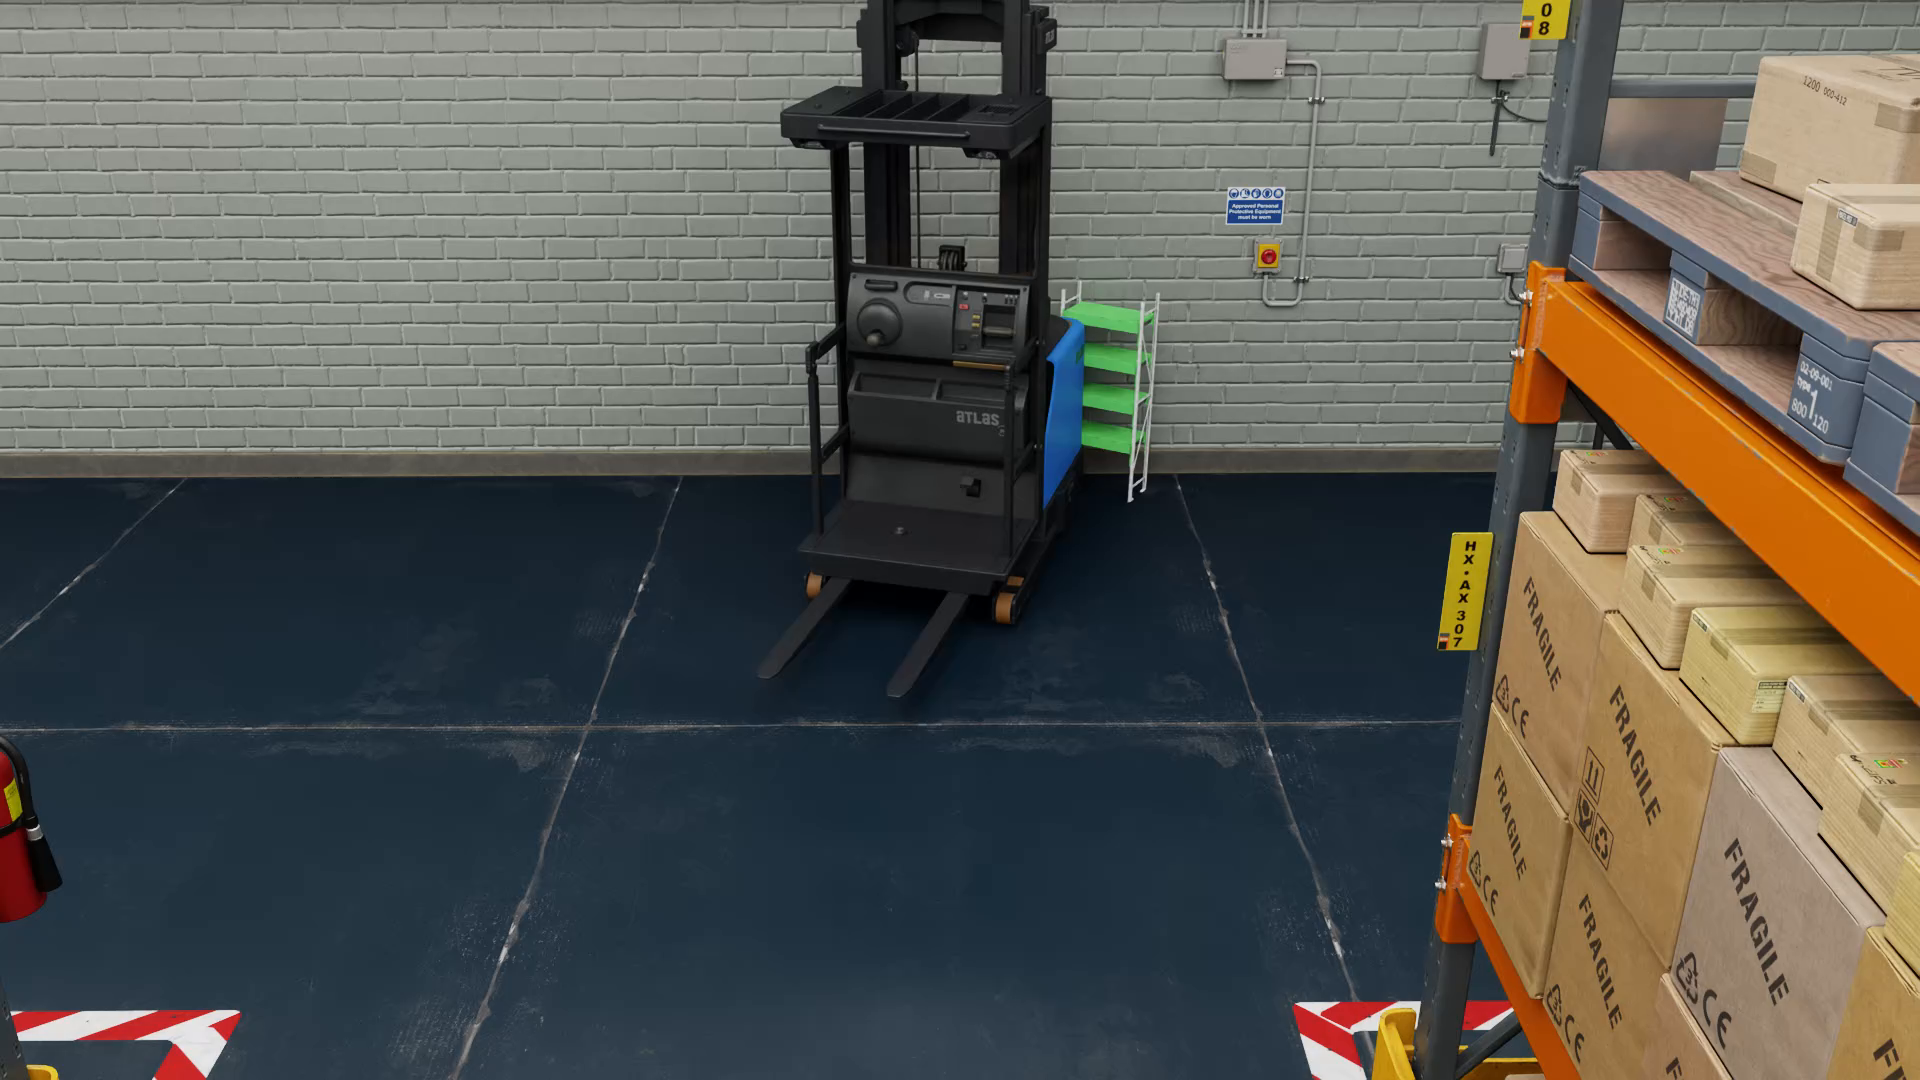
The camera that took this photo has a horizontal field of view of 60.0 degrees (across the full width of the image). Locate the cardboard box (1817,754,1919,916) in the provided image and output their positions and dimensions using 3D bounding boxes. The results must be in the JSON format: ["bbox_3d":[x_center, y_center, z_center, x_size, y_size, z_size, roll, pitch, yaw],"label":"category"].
[{"bbox_3d":[1.548,0.448,2.499,0.380,0.149,0.250,0,24,0],"label":"cardboard box"}]

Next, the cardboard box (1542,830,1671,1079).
[{"bbox_3d":[1.573,0.924,3.446,0.500,0.500,0.500,-1,24,-1],"label":"cardboard box"}]

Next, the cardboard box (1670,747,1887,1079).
[{"bbox_3d":[1.568,0.685,2.761,0.500,0.500,0.500,0,24,-1],"label":"cardboard box"}]

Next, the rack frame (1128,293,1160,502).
[{"bbox_3d":[1.059,-0.813,9.587,0.015,1.200,0.240,13,26,25],"label":"rack frame"}]

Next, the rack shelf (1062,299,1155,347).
[{"bbox_3d":[0.854,-1.245,9.526,0.480,0.148,0.258,13,26,25],"label":"rack shelf"}]

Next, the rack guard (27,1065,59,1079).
[{"bbox_3d":[-3.126,1.796,4.672,1.175,0.500,0.348,0,24,-1],"label":"rack guard"}]

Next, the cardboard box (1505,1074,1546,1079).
[{"bbox_3d":[1.929,1.810,4.208,0.875,0.438,0.875,-1,24,-2],"label":"cardboard box"}]

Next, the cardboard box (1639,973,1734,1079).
[{"bbox_3d":[1.561,1.134,2.982,0.500,0.500,0.500,0,24,-1],"label":"cardboard box"}]

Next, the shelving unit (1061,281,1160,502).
[{"bbox_3d":[0.845,-0.863,9.692,0.503,1.200,0.258,13,26,25],"label":"shelving unit"}]

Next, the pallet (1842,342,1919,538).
[{"bbox_3d":[1.856,0.045,1.977,1.003,0.211,1.213,0,24,-1],"label":"pallet"}]

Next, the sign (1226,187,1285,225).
[{"bbox_3d":[1.688,-1.910,9.504,0.327,0.218,0.001,0,24,-1],"label":"sign"}]

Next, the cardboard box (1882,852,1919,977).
[{"bbox_3d":[1.524,0.552,2.267,0.380,0.149,0.250,-1,24,-2],"label":"cardboard box"}]

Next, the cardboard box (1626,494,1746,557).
[{"bbox_3d":[1.623,0.021,3.443,0.380,0.149,0.250,0,24,1],"label":"cardboard box"}]

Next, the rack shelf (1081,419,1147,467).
[{"bbox_3d":[0.838,-0.585,9.814,0.480,0.148,0.258,13,26,25],"label":"rack shelf"}]

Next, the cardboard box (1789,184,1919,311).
[{"bbox_3d":[1.604,-0.478,2.700,0.380,0.149,0.250,1,24,1],"label":"cardboard box"}]

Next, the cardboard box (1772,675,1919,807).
[{"bbox_3d":[1.587,0.345,2.726,0.380,0.149,0.250,0,24,0],"label":"cardboard box"}]

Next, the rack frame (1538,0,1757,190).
[{"bbox_3d":[1.822,-2.171,3.131,1.000,3.000,0.127,0,24,-1],"label":"rack frame"}]

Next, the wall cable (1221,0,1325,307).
[{"bbox_3d":[1.737,-2.239,9.289,0.585,1.953,0.123,0,24,-1],"label":"wall cable"}]

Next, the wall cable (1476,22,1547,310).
[{"bbox_3d":[3.155,-2.235,9.320,0.588,1.984,0.122,0,24,-1],"label":"wall cable"}]

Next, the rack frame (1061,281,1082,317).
[{"bbox_3d":[0.630,-0.914,9.797,0.015,1.200,0.240,13,26,25],"label":"rack frame"}]

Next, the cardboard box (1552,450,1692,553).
[{"bbox_3d":[1.549,-0.087,3.681,0.380,0.149,0.250,0,24,1],"label":"cardboard box"}]

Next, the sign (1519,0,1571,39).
[{"bbox_3d":[1.267,-1.239,3.553,0.100,0.325,0.005,0,24,-1],"label":"sign"}]

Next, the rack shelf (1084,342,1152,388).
[{"bbox_3d":[0.848,-1.025,9.622,0.480,0.148,0.258,13,26,25],"label":"rack shelf"}]

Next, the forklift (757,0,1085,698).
[{"bbox_3d":[-0.169,-1.088,8.100,1.130,2.935,3.031,7,25,14],"label":"forklift"}]

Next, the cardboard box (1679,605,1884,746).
[{"bbox_3d":[1.532,0.237,2.965,0.380,0.149,0.250,-1,24,-2],"label":"cardboard box"}]

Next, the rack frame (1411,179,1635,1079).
[{"bbox_3d":[1.822,0.562,4.367,1.000,3.000,0.127,0,24,-1],"label":"rack frame"}]

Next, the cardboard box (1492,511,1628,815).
[{"bbox_3d":[1.542,0.260,3.701,0.500,0.500,0.500,-1,24,-2],"label":"cardboard box"}]

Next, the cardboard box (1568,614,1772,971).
[{"bbox_3d":[1.555,0.473,3.230,0.500,0.500,0.500,-1,24,-2],"label":"cardboard box"}]

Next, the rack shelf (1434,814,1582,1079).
[{"bbox_3d":[1.844,1.714,2.693,1.077,0.370,4.000,0,24,-1],"label":"rack shelf"}]

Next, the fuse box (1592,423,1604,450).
[{"bbox_3d":[3.839,-1.124,9.658,0.539,1.711,0.414,0,24,-1],"label":"fuse box"}]

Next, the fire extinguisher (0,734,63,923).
[{"bbox_3d":[-2.668,0.725,4.553,0.296,0.674,0.183,0,24,-1],"label":"fire extinguisher"}]

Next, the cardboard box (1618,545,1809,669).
[{"bbox_3d":[1.511,0.128,3.205,0.380,0.149,0.250,0,24,1],"label":"cardboard box"}]

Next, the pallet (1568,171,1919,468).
[{"bbox_3d":[1.840,-0.459,3.092,1.003,0.211,1.213,0,24,-1],"label":"pallet"}]

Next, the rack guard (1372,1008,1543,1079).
[{"bbox_3d":[1.821,1.691,4.904,1.175,0.500,0.348,0,24,-1],"label":"rack guard"}]

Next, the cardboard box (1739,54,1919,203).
[{"bbox_3d":[1.917,-0.788,3.264,0.500,0.250,0.500,-2,24,-5],"label":"cardboard box"}]

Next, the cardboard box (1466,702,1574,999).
[{"bbox_3d":[1.540,0.716,3.907,0.500,0.500,0.500,0,24,-1],"label":"cardboard box"}]

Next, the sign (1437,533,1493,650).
[{"bbox_3d":[1.267,0.132,4.173,0.100,0.325,0.005,0,24,-1],"label":"sign"}]

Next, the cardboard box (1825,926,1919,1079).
[{"bbox_3d":[1.574,0.890,2.306,0.500,0.500,0.500,0,24,0],"label":"cardboard box"}]

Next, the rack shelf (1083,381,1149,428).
[{"bbox_3d":[0.843,-0.805,9.718,0.480,0.148,0.258,13,26,25],"label":"rack shelf"}]

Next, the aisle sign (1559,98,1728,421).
[{"bbox_3d":[1.531,-0.651,3.894,0.394,0.787,0.004,0,24,-1],"label":"aisle sign"}]

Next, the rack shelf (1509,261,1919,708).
[{"bbox_3d":[1.844,0.347,2.075,1.077,0.370,4.000,0,24,-1],"label":"rack shelf"}]
